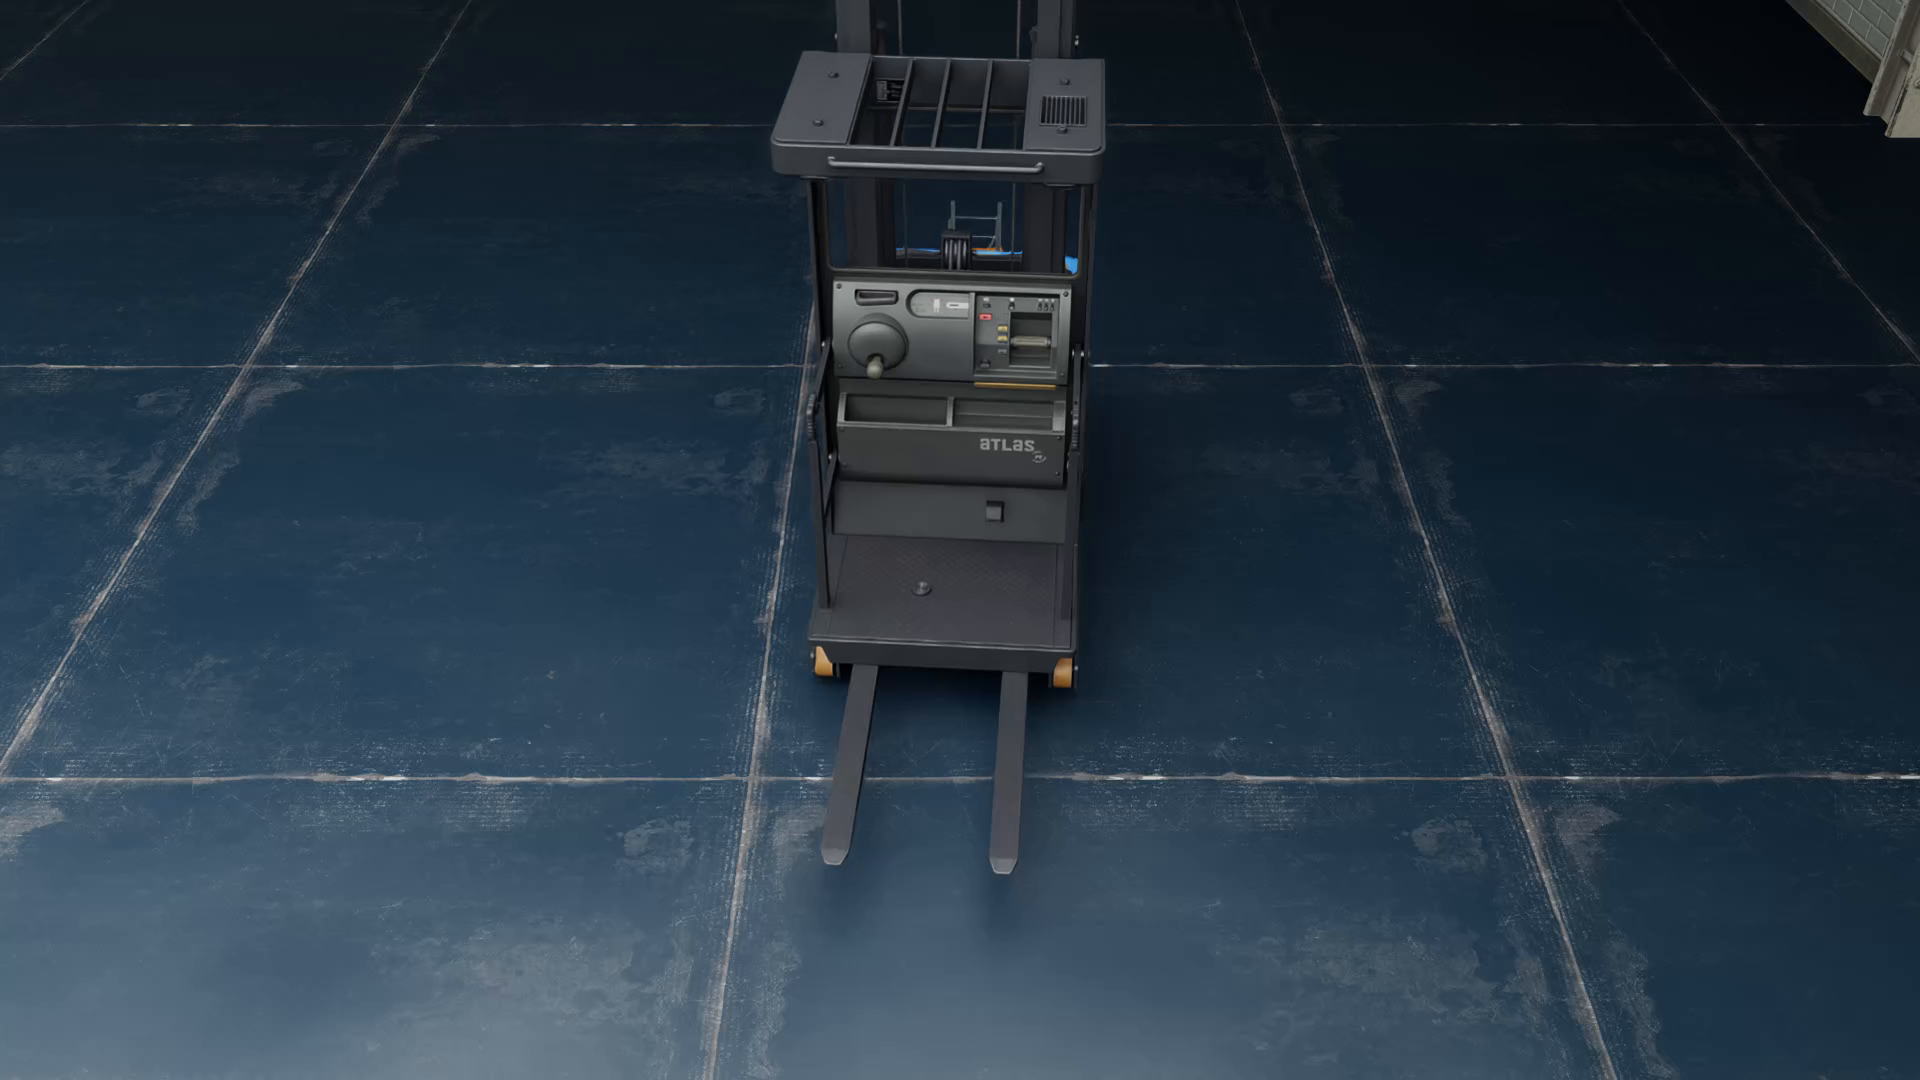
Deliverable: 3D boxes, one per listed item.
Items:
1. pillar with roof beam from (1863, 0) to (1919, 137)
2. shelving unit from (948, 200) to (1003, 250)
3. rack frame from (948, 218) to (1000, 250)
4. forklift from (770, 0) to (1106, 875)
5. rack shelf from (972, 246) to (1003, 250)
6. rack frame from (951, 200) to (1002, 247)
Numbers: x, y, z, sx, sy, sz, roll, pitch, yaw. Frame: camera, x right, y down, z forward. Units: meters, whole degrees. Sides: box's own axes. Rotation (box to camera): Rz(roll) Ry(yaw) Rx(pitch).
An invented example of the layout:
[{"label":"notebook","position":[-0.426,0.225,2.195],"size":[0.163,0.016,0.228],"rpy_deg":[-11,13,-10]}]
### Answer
[{"label":"pillar with roof beam","position":[2.045,-6.322,8.443],"size":[9.100,9.000,0.400],"rpy_deg":[0,39,0]},{"label":"shelving unit","position":[0.072,-1.072,8.128],"size":[0.258,1.200,0.189],"rpy_deg":[2,39,3]},{"label":"rack frame","position":[0.066,-1.015,8.056],"size":[0.240,1.200,0.006],"rpy_deg":[2,39,3]},{"label":"forklift","position":[-0.045,-0.740,6.330],"size":[1.130,2.935,3.031],"rpy_deg":[2,39,3]},{"label":"rack shelf","position":[0.072,-1.318,7.930],"size":[0.258,0.103,0.180],"rpy_deg":[2,39,3]},{"label":"rack frame","position":[0.078,-1.129,8.199],"size":[0.240,1.200,0.006],"rpy_deg":[2,39,3]}]
